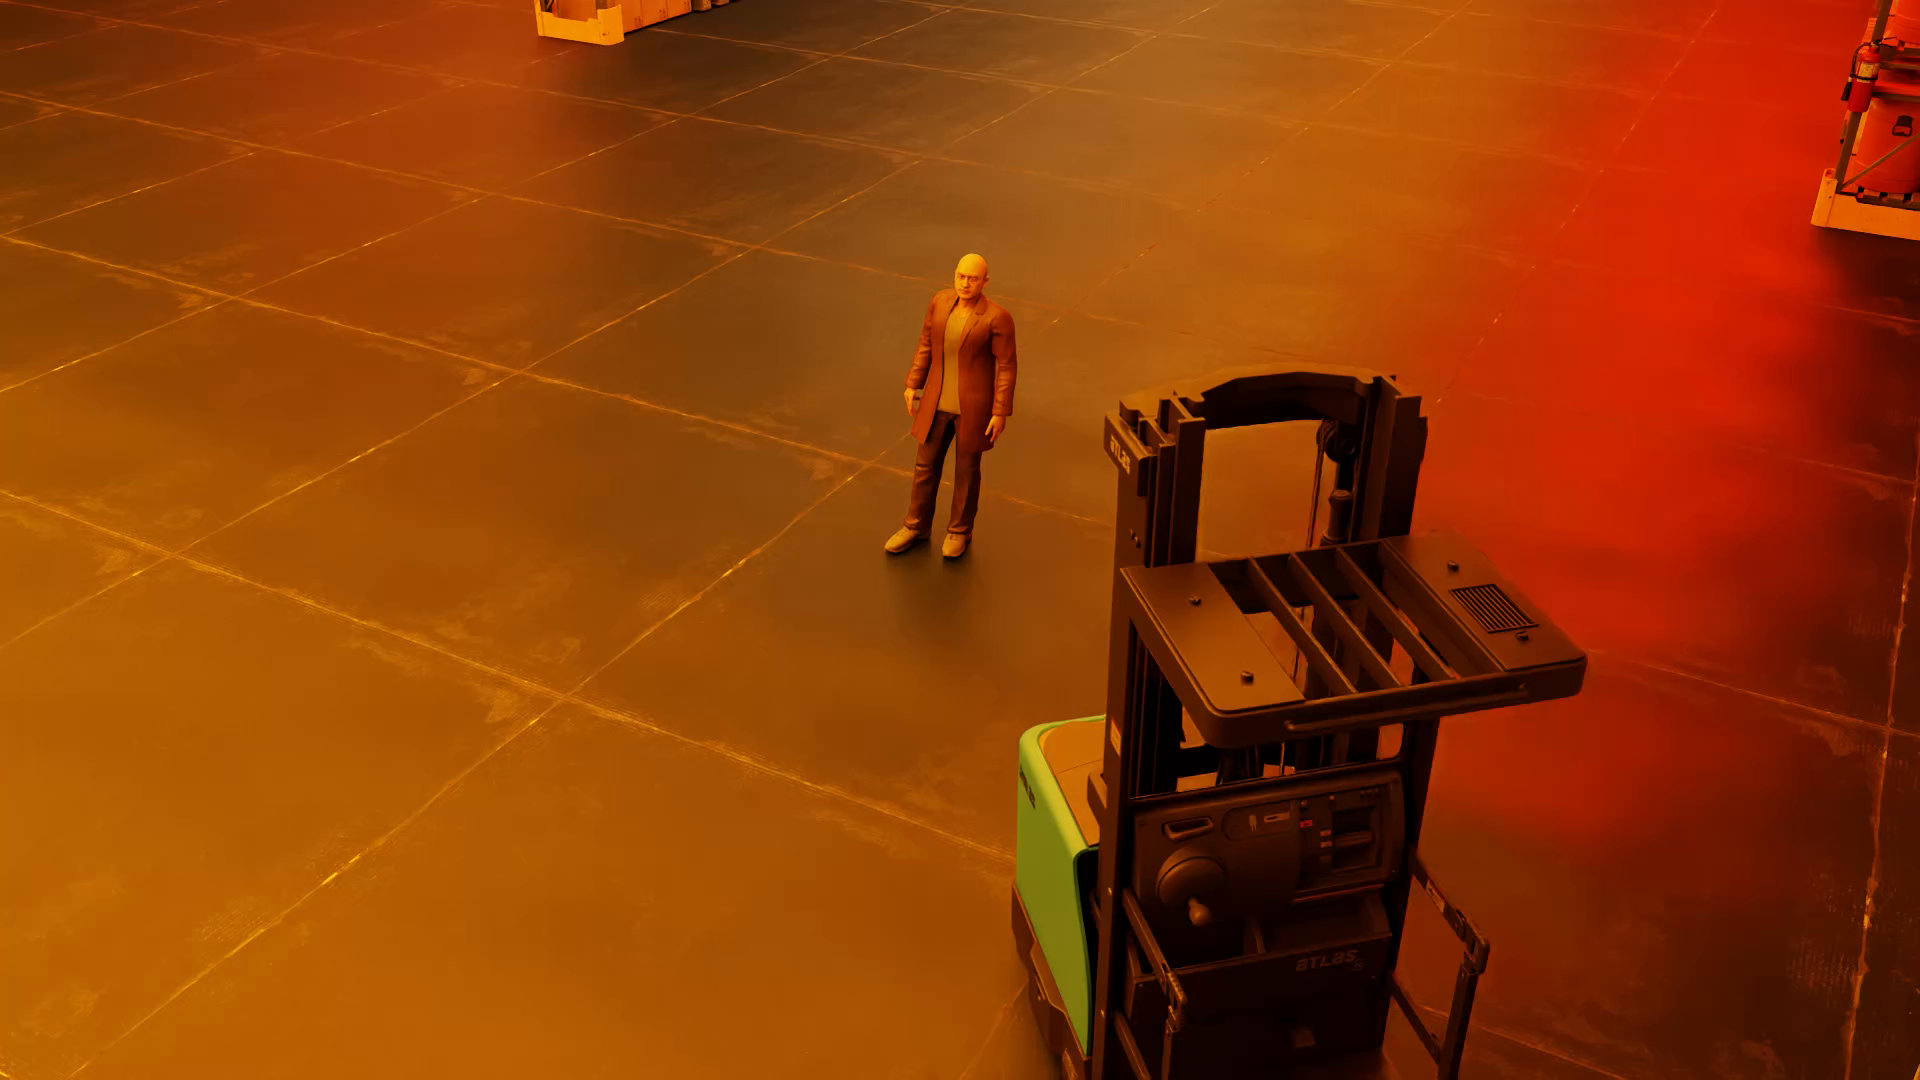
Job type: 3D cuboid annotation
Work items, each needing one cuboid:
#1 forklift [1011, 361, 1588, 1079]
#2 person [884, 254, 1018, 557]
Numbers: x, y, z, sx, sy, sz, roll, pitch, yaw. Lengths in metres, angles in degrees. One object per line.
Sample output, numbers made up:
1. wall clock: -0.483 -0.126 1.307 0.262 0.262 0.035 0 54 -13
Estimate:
1. forklift: 1.067 1.055 5.243 1.130 2.935 3.031 -7 31 -12
2. person: -0.048 -0.736 9.487 0.696 1.777 0.579 15 33 25
